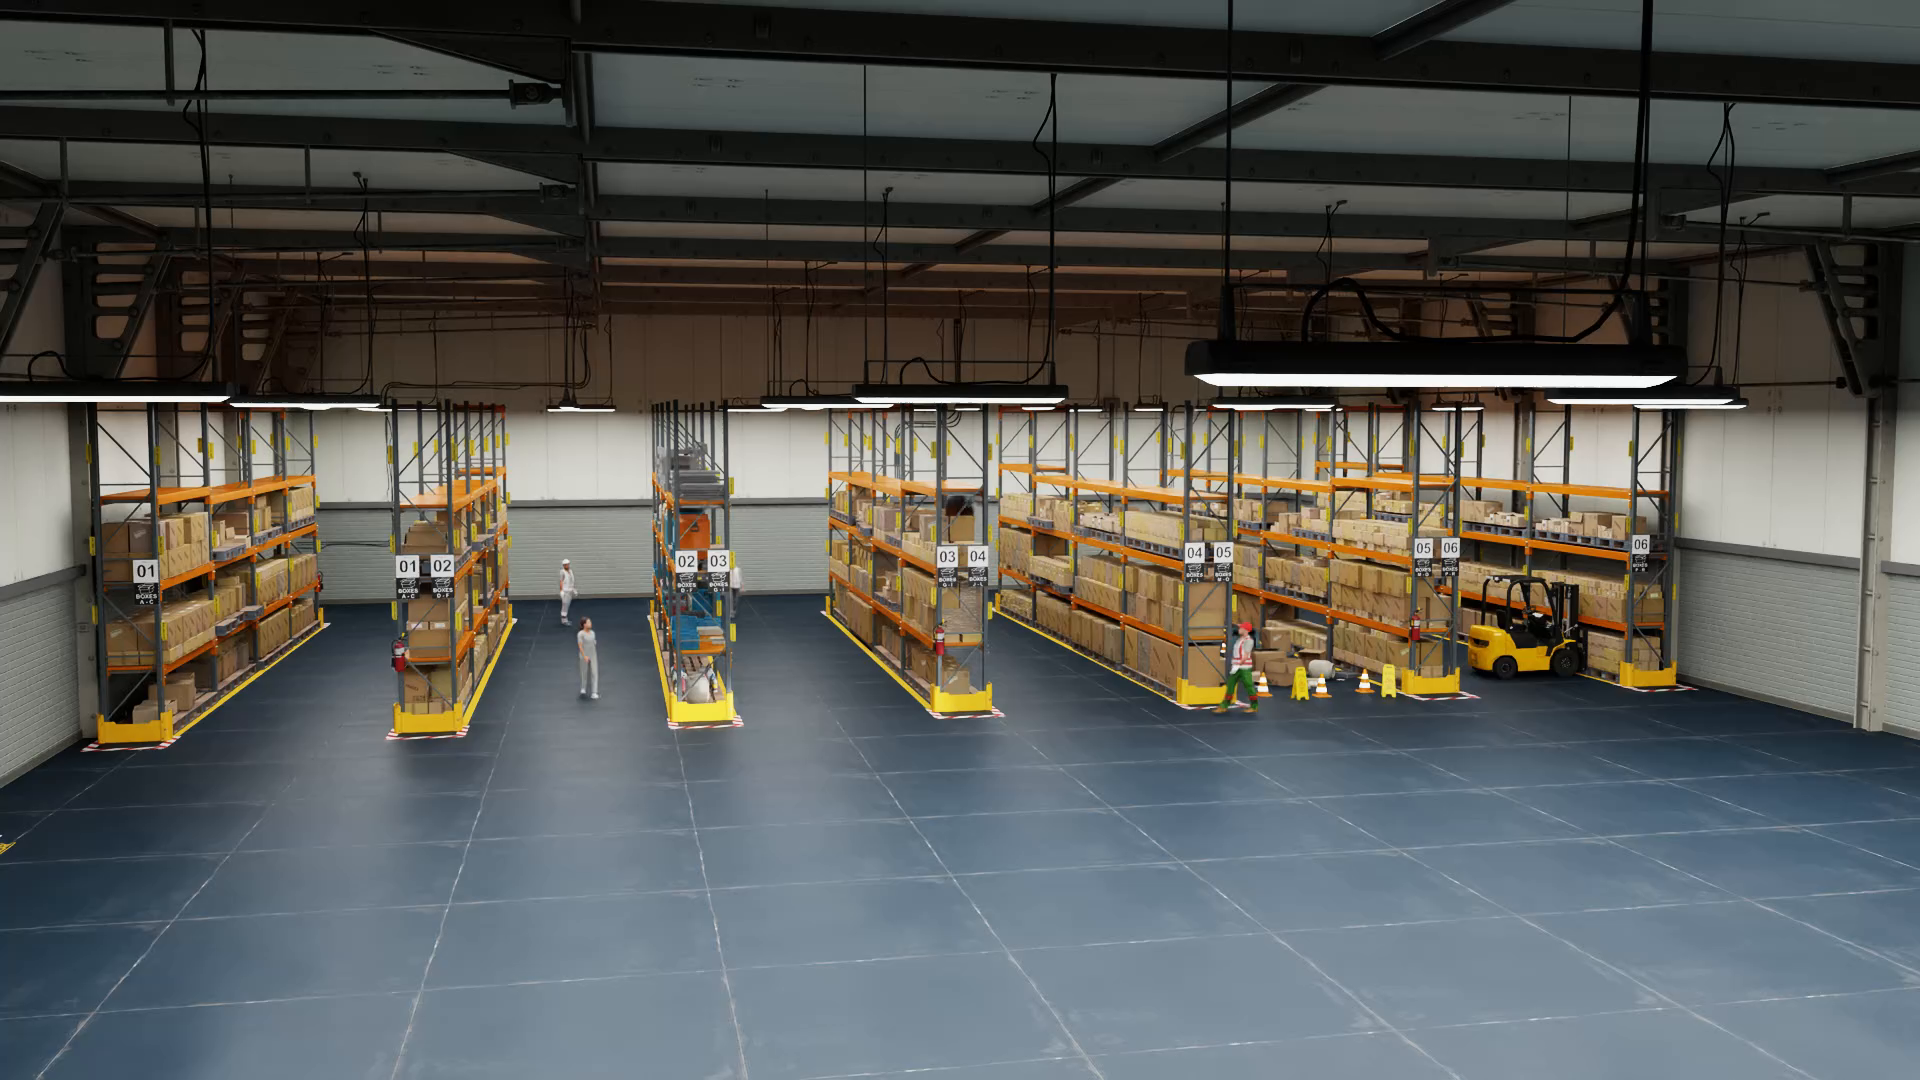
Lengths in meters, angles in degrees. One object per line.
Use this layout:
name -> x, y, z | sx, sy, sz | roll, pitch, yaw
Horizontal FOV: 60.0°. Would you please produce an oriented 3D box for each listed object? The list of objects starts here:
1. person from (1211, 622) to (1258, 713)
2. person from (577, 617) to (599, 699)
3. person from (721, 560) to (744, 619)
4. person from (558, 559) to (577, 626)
person -> 5.295, 2.438, 31.704 | 0.863, 1.760, 0.551 | -2, 5, -20
person -> -7.530, 2.374, 33.620 | 0.397, 1.624, 1.006 | -1, 5, -18
person -> -6.434, 1.328, 46.971 | 0.611, 1.732, 1.066 | -1, 4, -16
person -> -10.703, 1.426, 45.316 | 0.412, 1.810, 0.612 | 1, 4, 9
